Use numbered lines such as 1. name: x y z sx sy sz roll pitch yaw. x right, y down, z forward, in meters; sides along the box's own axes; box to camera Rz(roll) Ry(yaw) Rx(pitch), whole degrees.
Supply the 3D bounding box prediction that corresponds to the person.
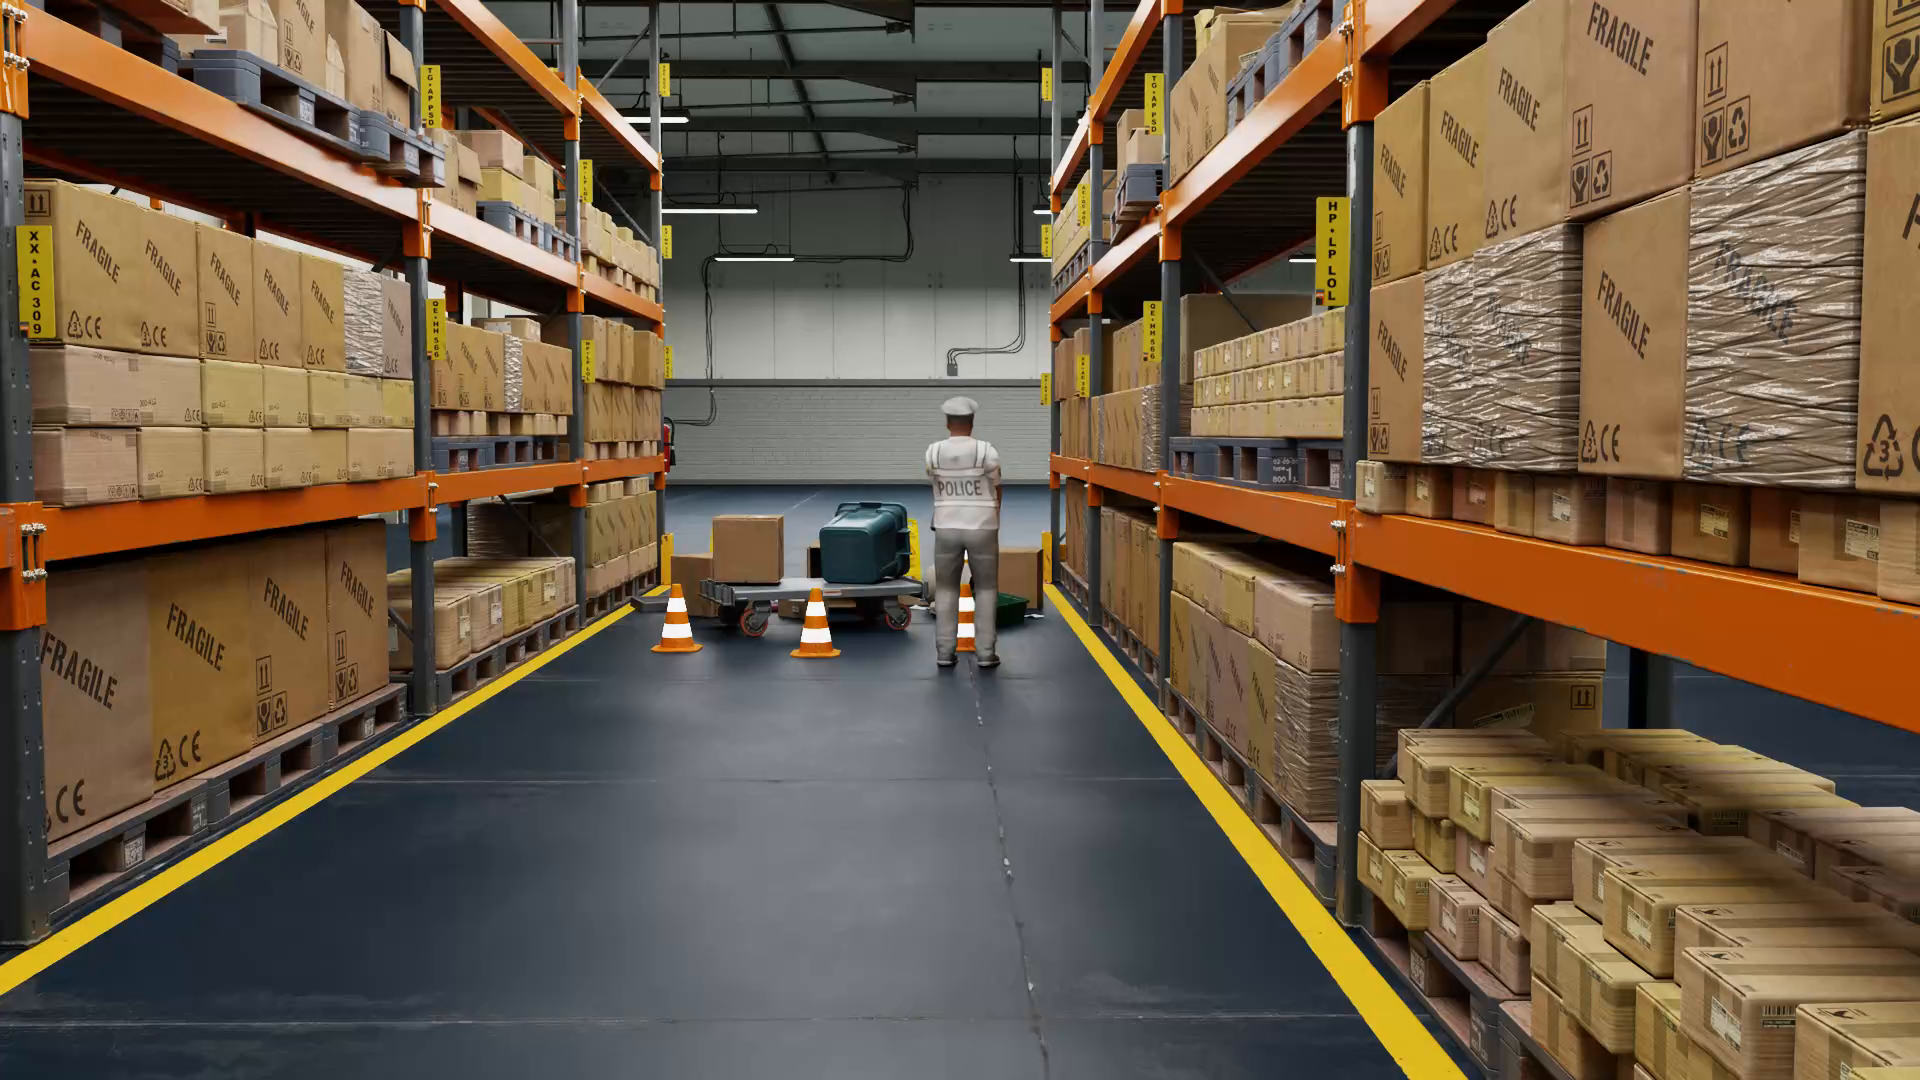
1. person: 0.041 -0.059 10.981 0.494 1.761 0.572 1 4 12
